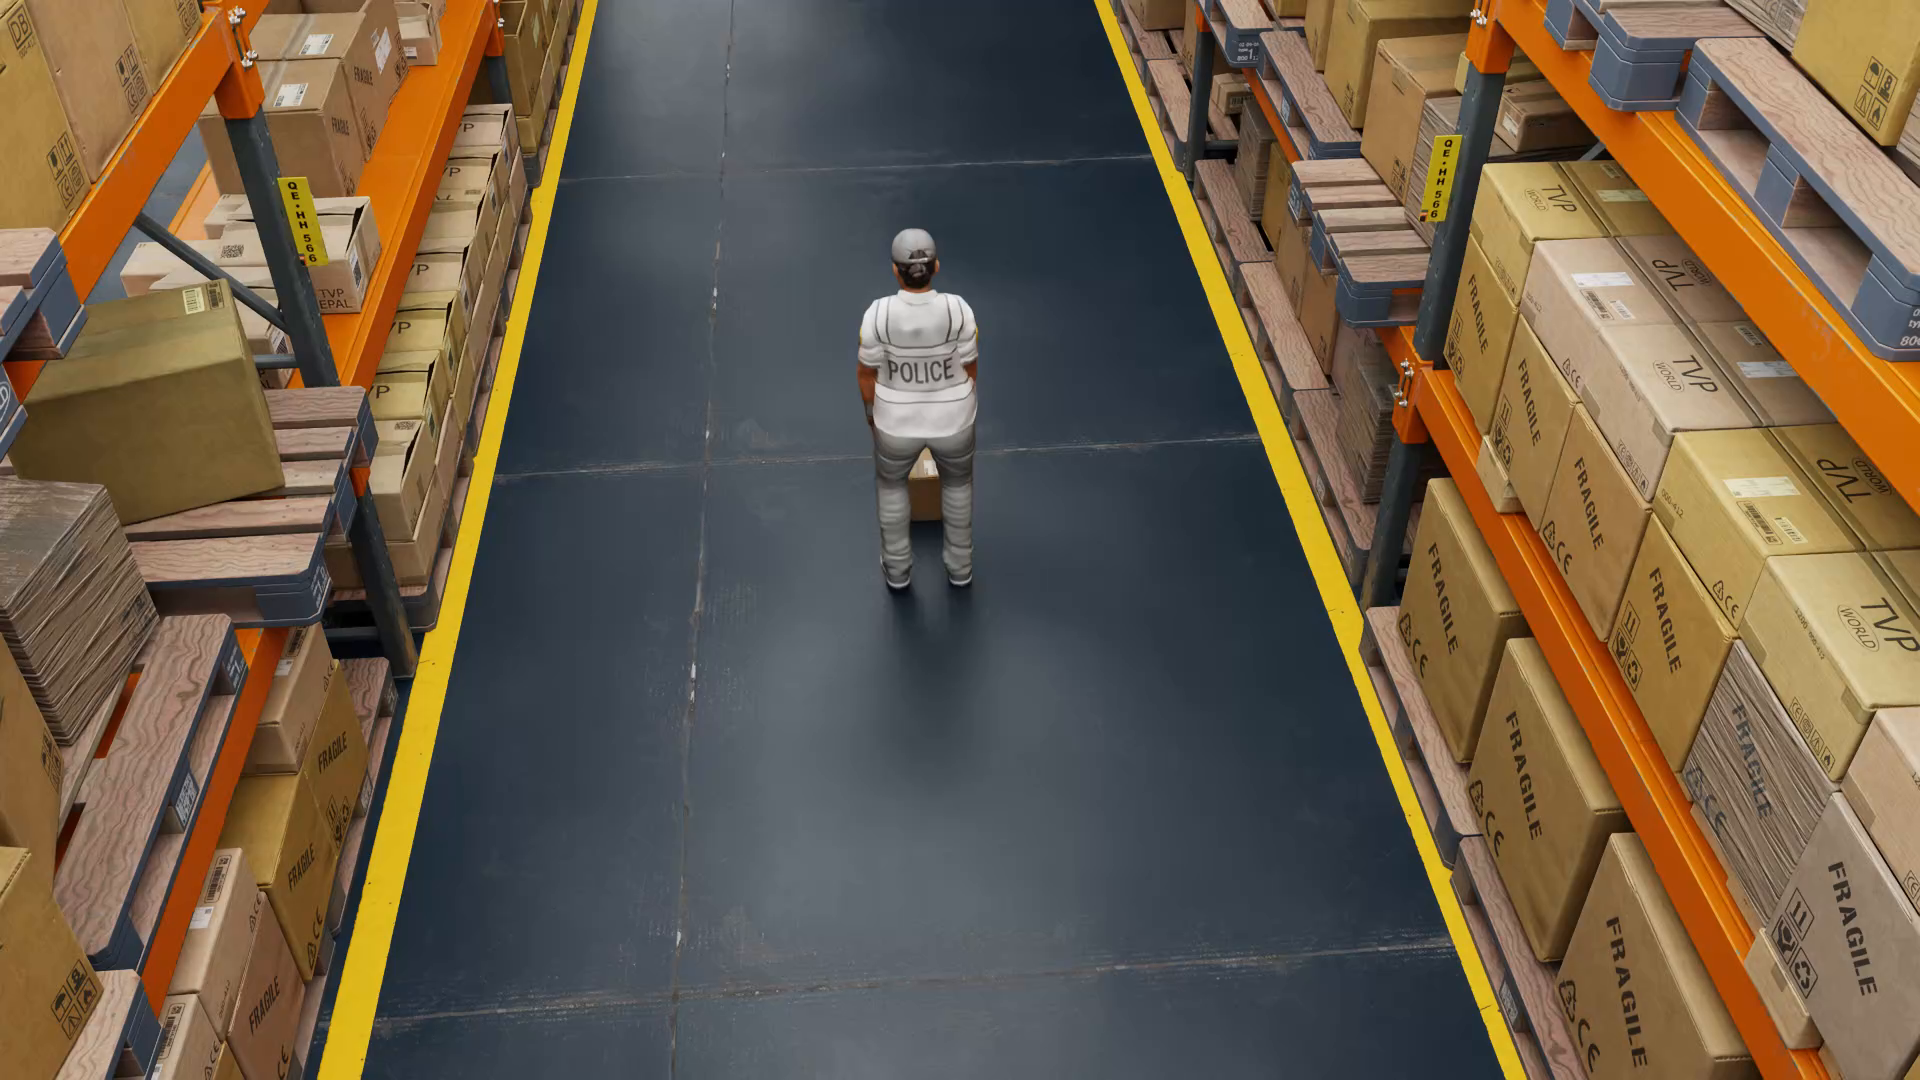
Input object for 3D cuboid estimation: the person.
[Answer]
[{"bbox_3d":[-0.170,-0.498,6.783,0.480,1.645,0.419,-2,39,-3],"label":"person"}]
